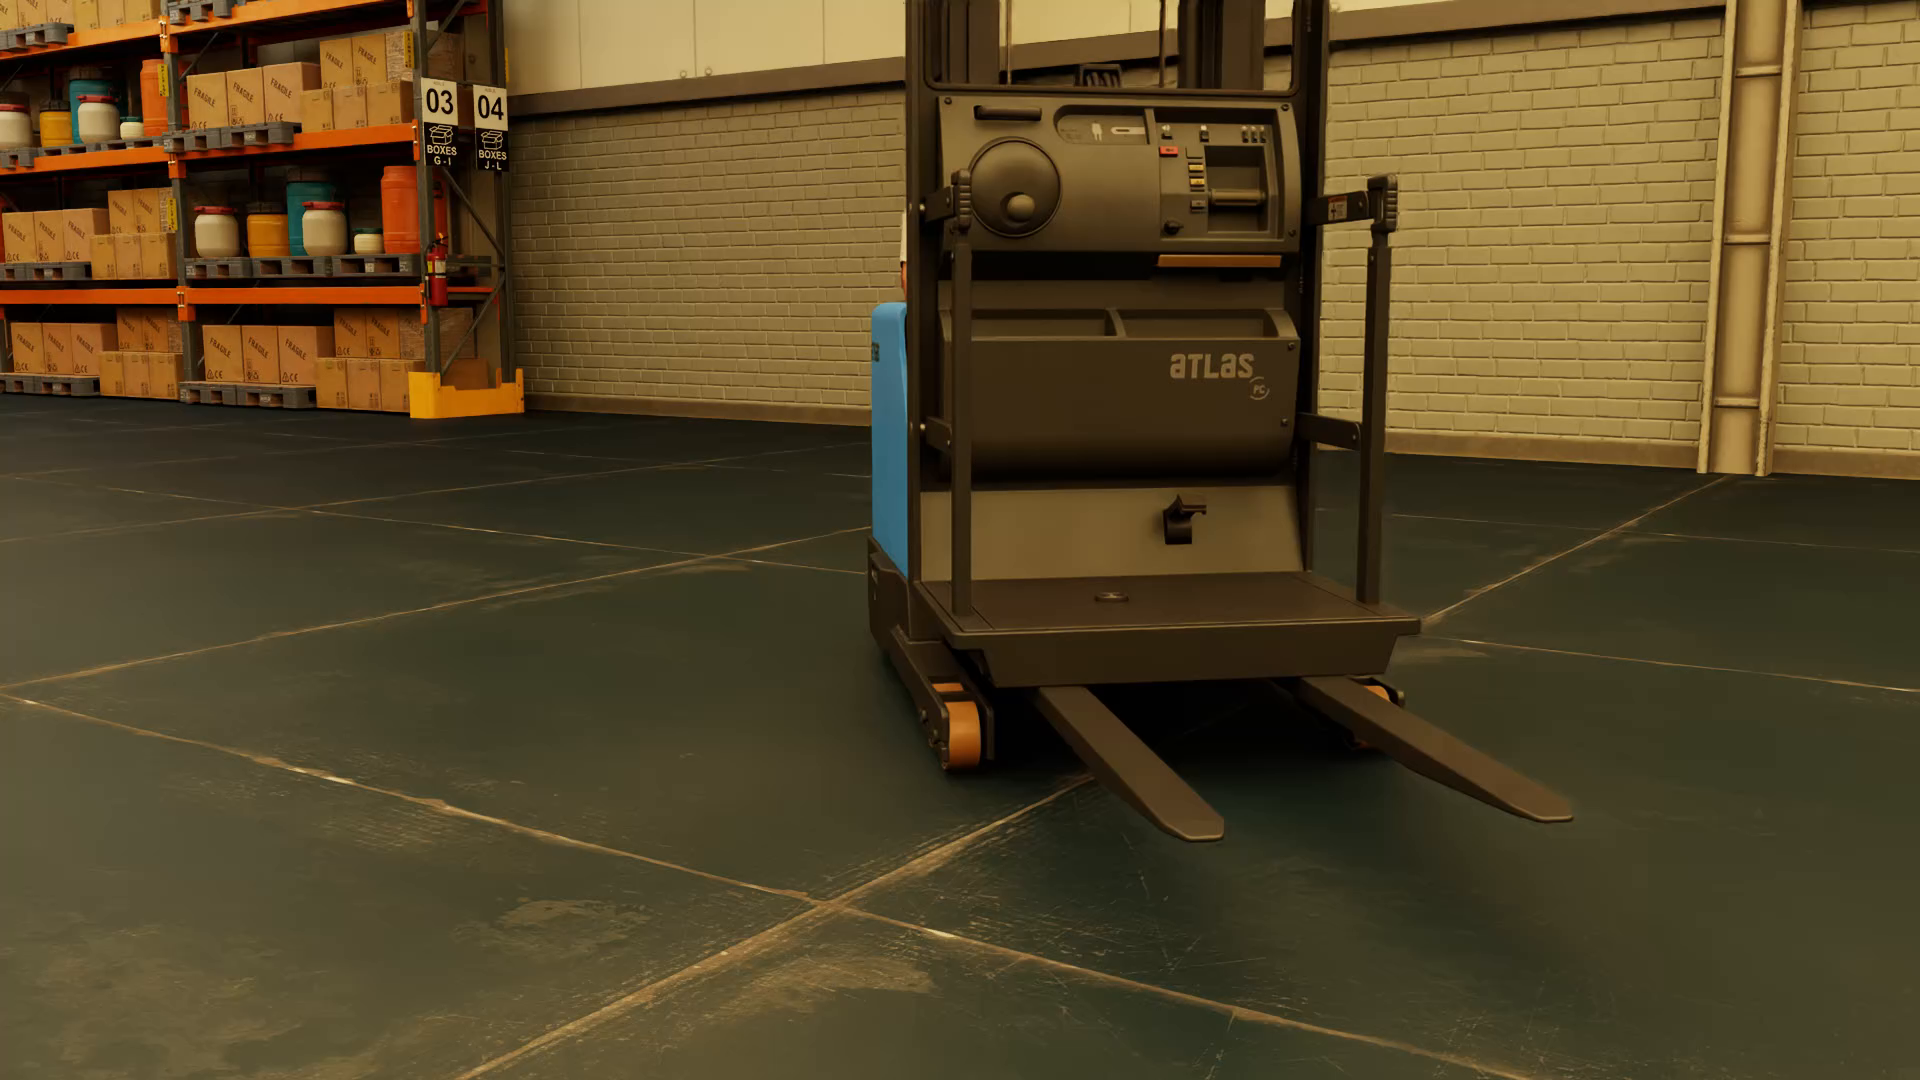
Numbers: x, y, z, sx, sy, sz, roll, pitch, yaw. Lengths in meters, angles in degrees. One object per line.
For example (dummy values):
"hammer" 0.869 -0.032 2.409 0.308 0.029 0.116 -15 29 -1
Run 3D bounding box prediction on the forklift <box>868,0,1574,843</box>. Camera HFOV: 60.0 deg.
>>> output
"forklift" 0.446 -0.970 4.016 1.130 2.935 3.031 -1 8 -9

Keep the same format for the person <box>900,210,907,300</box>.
"person" 0.055 -0.883 7.431 0.577 1.781 0.656 5 10 34
